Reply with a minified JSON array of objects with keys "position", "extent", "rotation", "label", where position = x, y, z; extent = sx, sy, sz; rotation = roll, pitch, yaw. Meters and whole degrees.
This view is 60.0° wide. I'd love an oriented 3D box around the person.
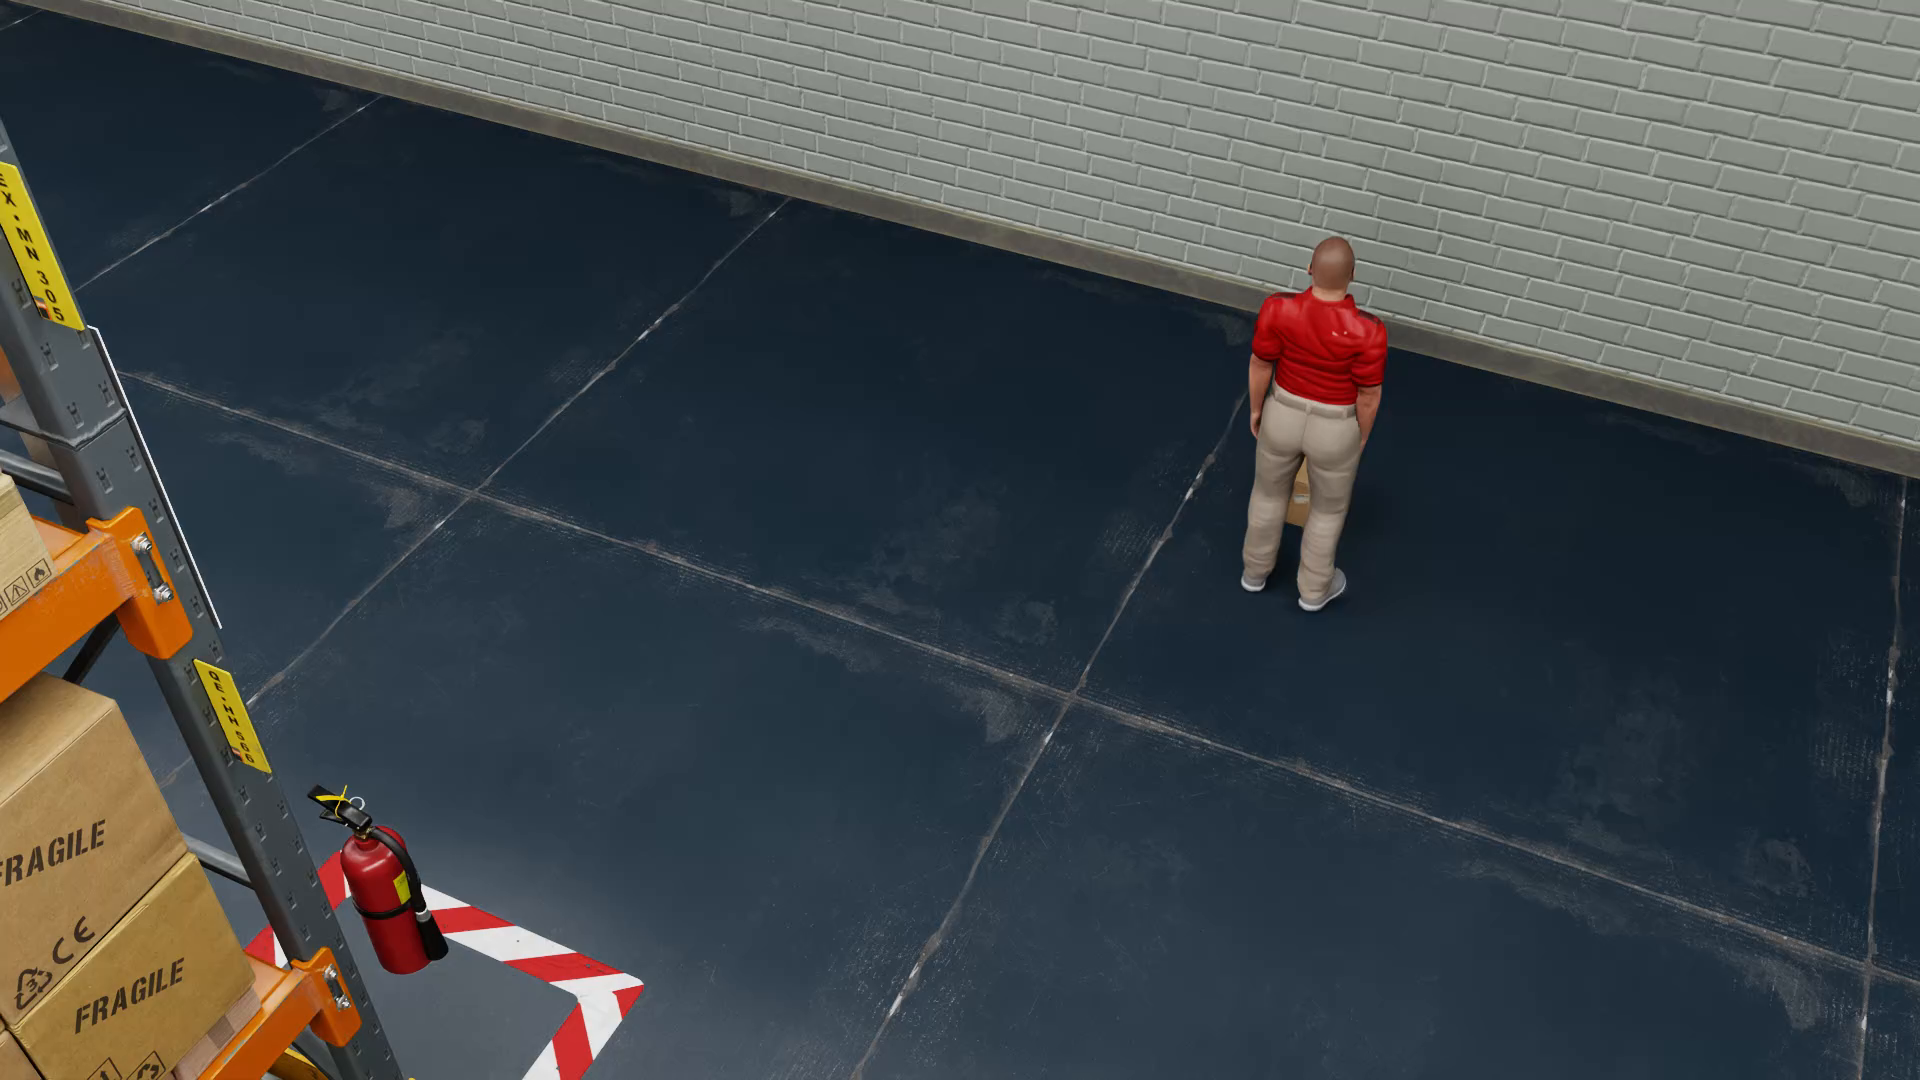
[{"position":[1.400,-0.469,6.710],"extent":[0.530,1.723,0.351],"rotation":[18,45,19],"label":"person"}]
